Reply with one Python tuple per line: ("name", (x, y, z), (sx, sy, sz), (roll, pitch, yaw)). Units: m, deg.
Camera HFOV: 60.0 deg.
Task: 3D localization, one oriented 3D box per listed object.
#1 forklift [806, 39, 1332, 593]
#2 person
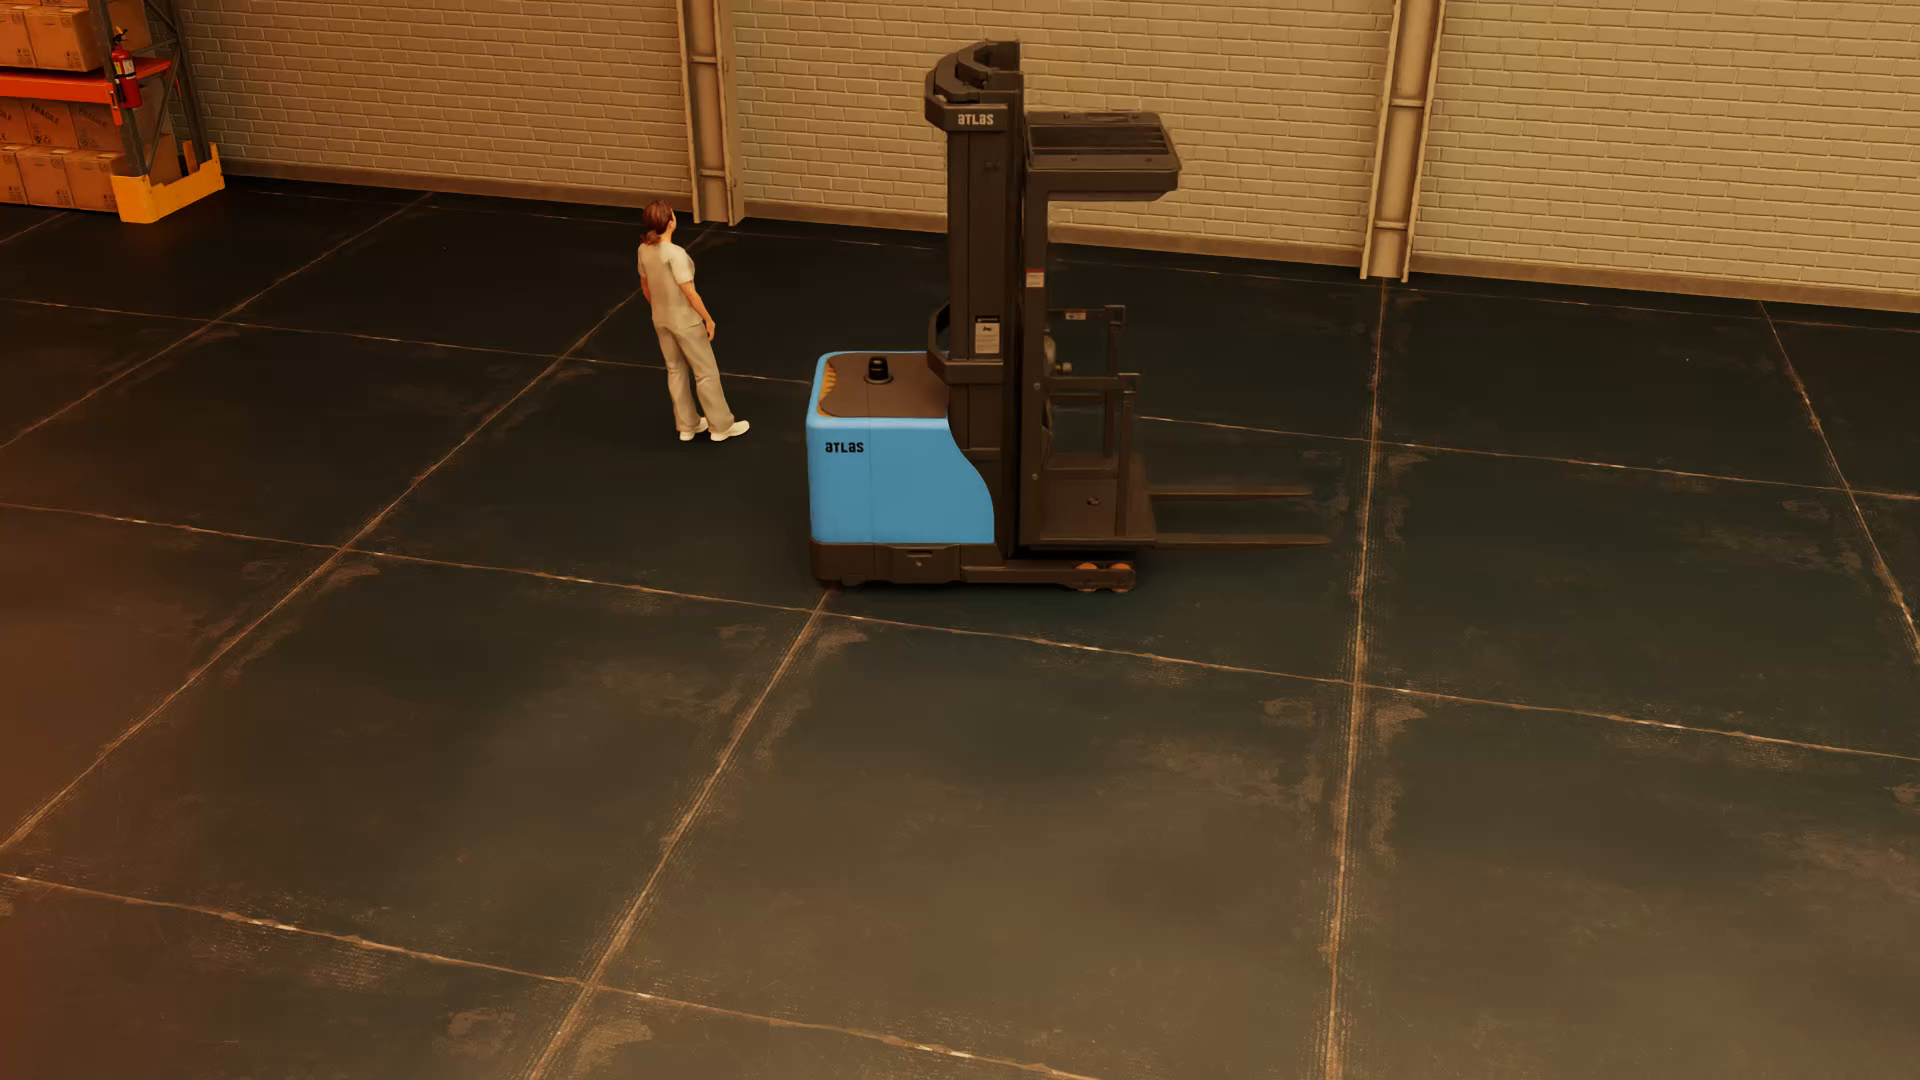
("forklift", (0.650, -1.235, 9.351), (3.031, 2.935, 1.130), (0, 30, 0))
("person", (-1.810, -1.461, 11.010), (0.543, 1.675, 0.550), (20, 35, 31))
